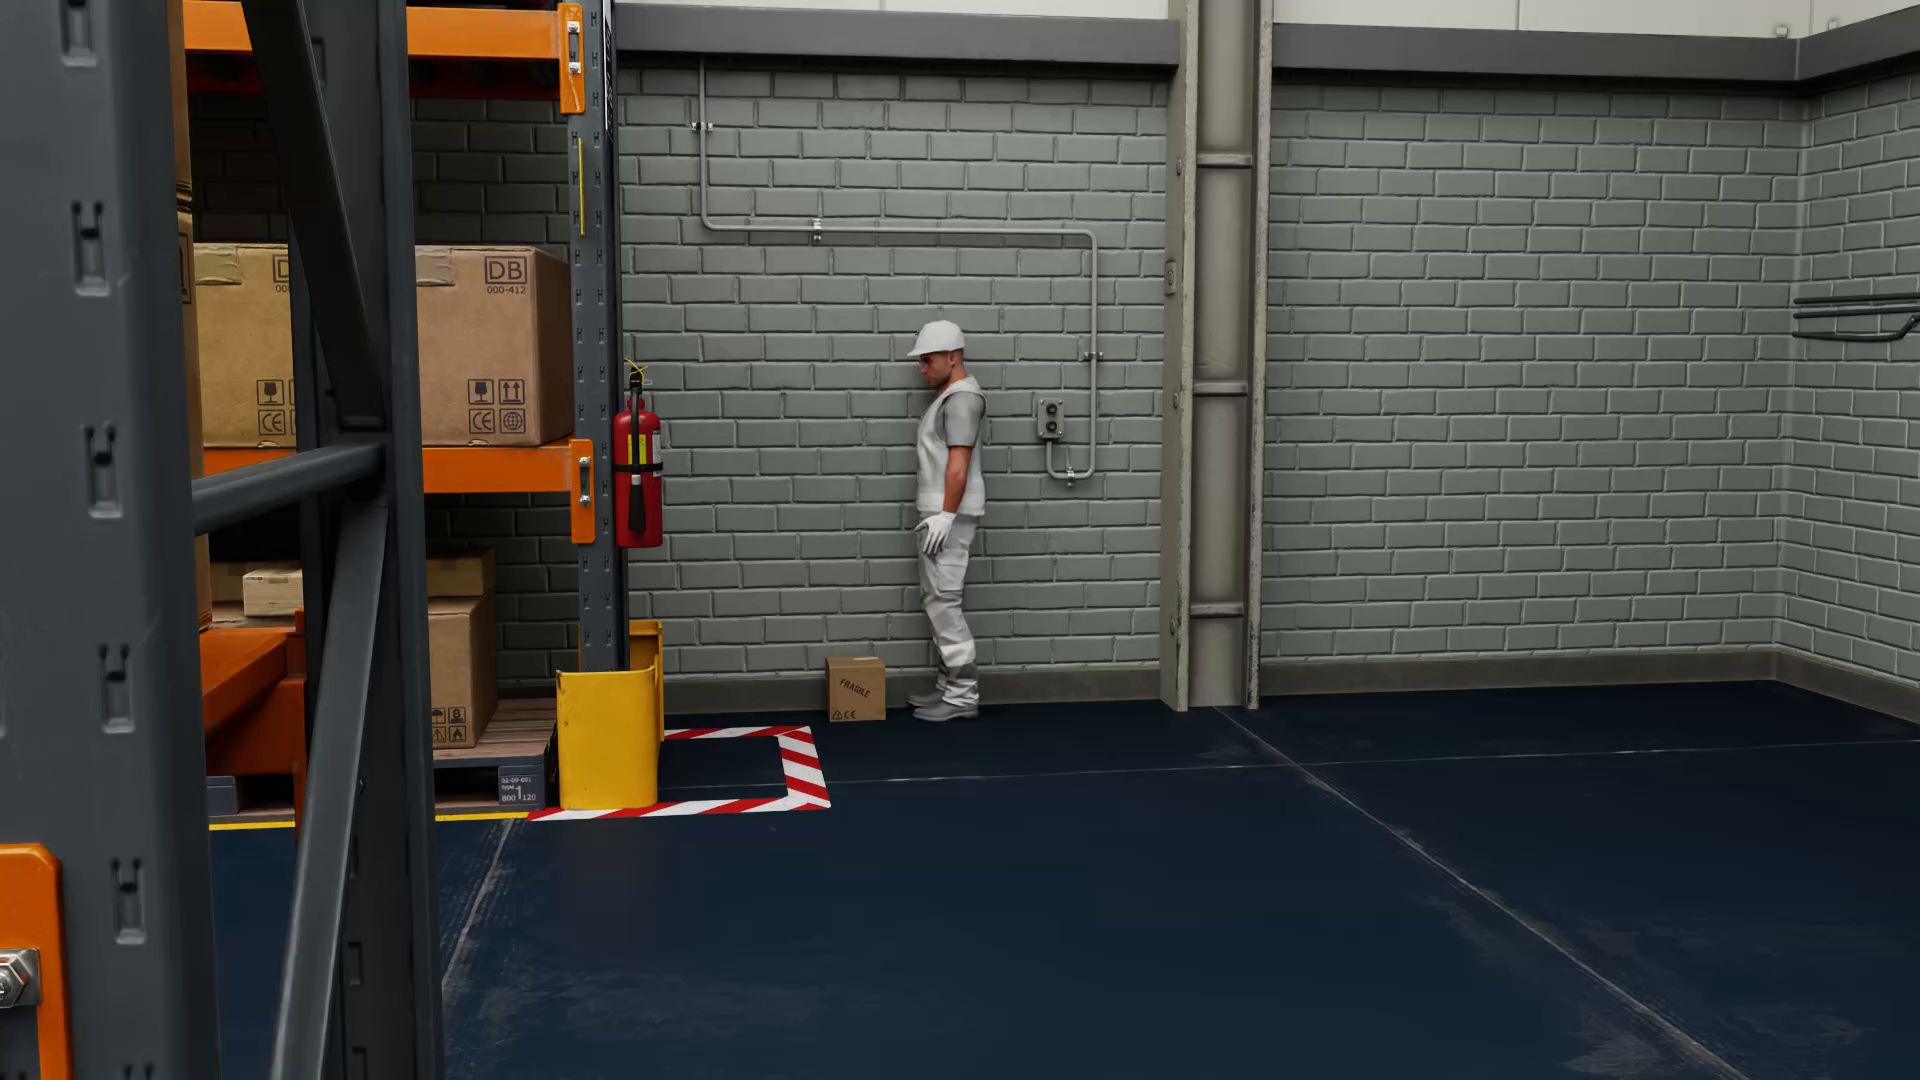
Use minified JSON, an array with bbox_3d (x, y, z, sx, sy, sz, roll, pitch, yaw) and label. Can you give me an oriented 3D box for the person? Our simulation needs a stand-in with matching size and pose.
[{"bbox_3d":[-0.063,-0.089,7.468,0.364,1.779,0.528,-1,6,-7],"label":"person"}]
